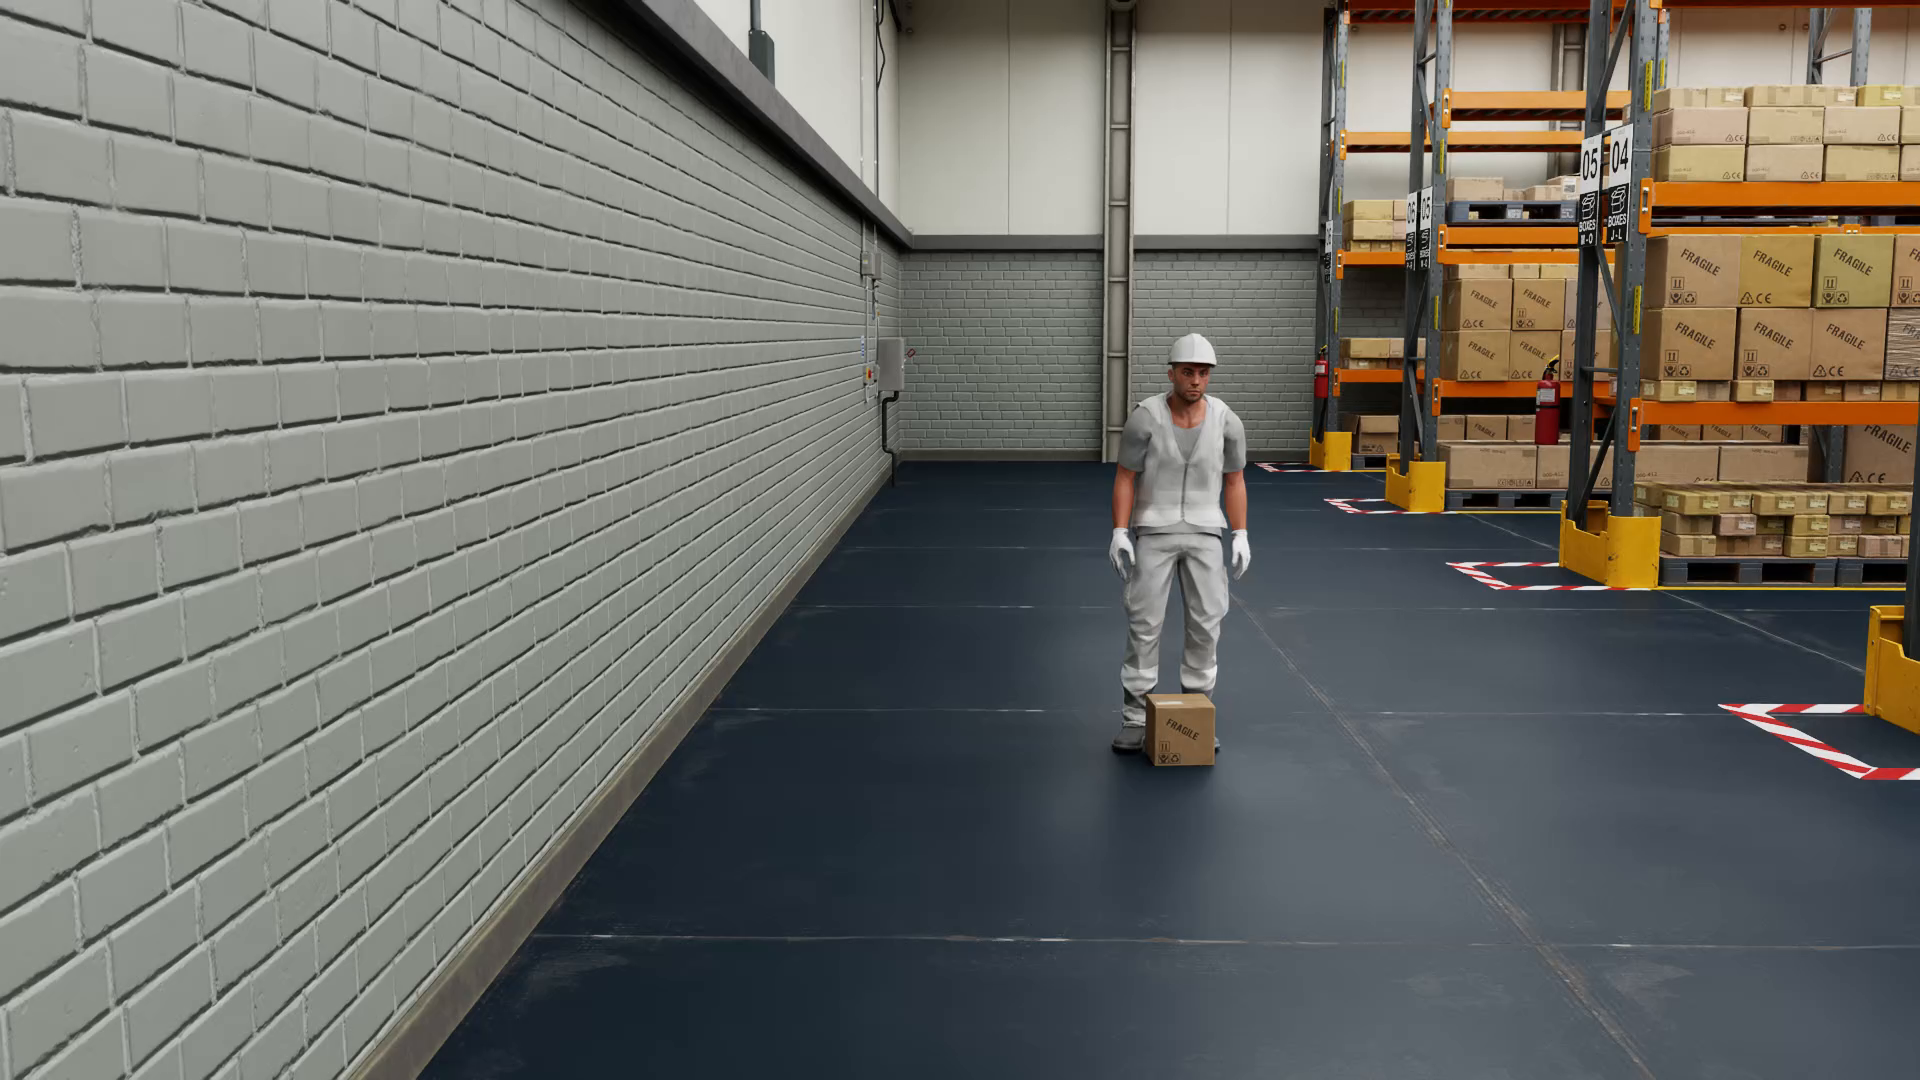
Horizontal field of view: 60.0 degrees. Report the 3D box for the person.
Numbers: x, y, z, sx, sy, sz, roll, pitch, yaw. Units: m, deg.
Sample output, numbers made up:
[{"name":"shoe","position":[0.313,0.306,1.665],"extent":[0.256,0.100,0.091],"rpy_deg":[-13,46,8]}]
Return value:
[{"name":"person","position":[0.943,0.011,7.119],"extent":[0.617,1.778,0.453],"rpy_deg":[0,7,-2]}]
